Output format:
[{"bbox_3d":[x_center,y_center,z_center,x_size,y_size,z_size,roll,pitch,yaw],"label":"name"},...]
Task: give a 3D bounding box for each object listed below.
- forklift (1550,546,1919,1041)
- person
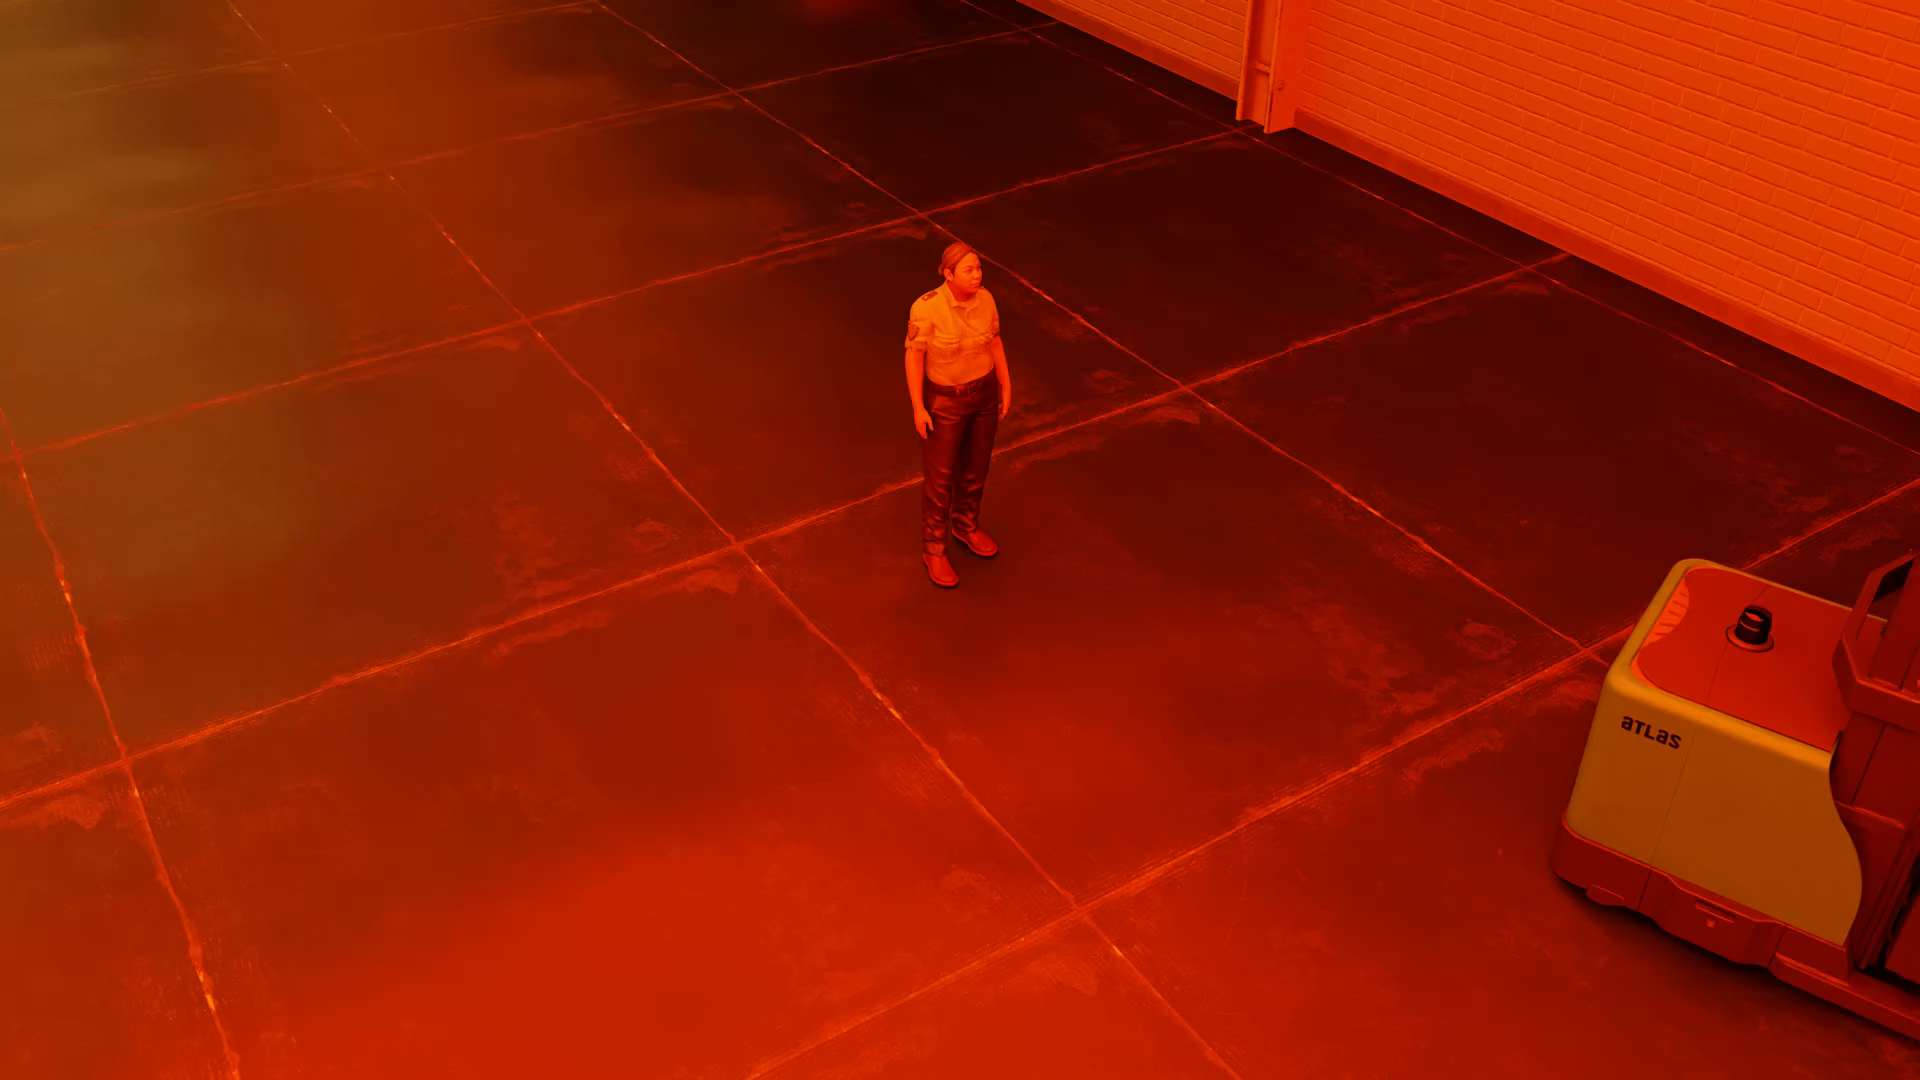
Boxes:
[{"bbox_3d":[3.876,0.448,5.510,3.031,2.935,1.130,22,41,28],"label":"forklift"},{"bbox_3d":[0.029,-0.631,8.147,0.598,1.651,0.503,-21,40,-27],"label":"person"}]
